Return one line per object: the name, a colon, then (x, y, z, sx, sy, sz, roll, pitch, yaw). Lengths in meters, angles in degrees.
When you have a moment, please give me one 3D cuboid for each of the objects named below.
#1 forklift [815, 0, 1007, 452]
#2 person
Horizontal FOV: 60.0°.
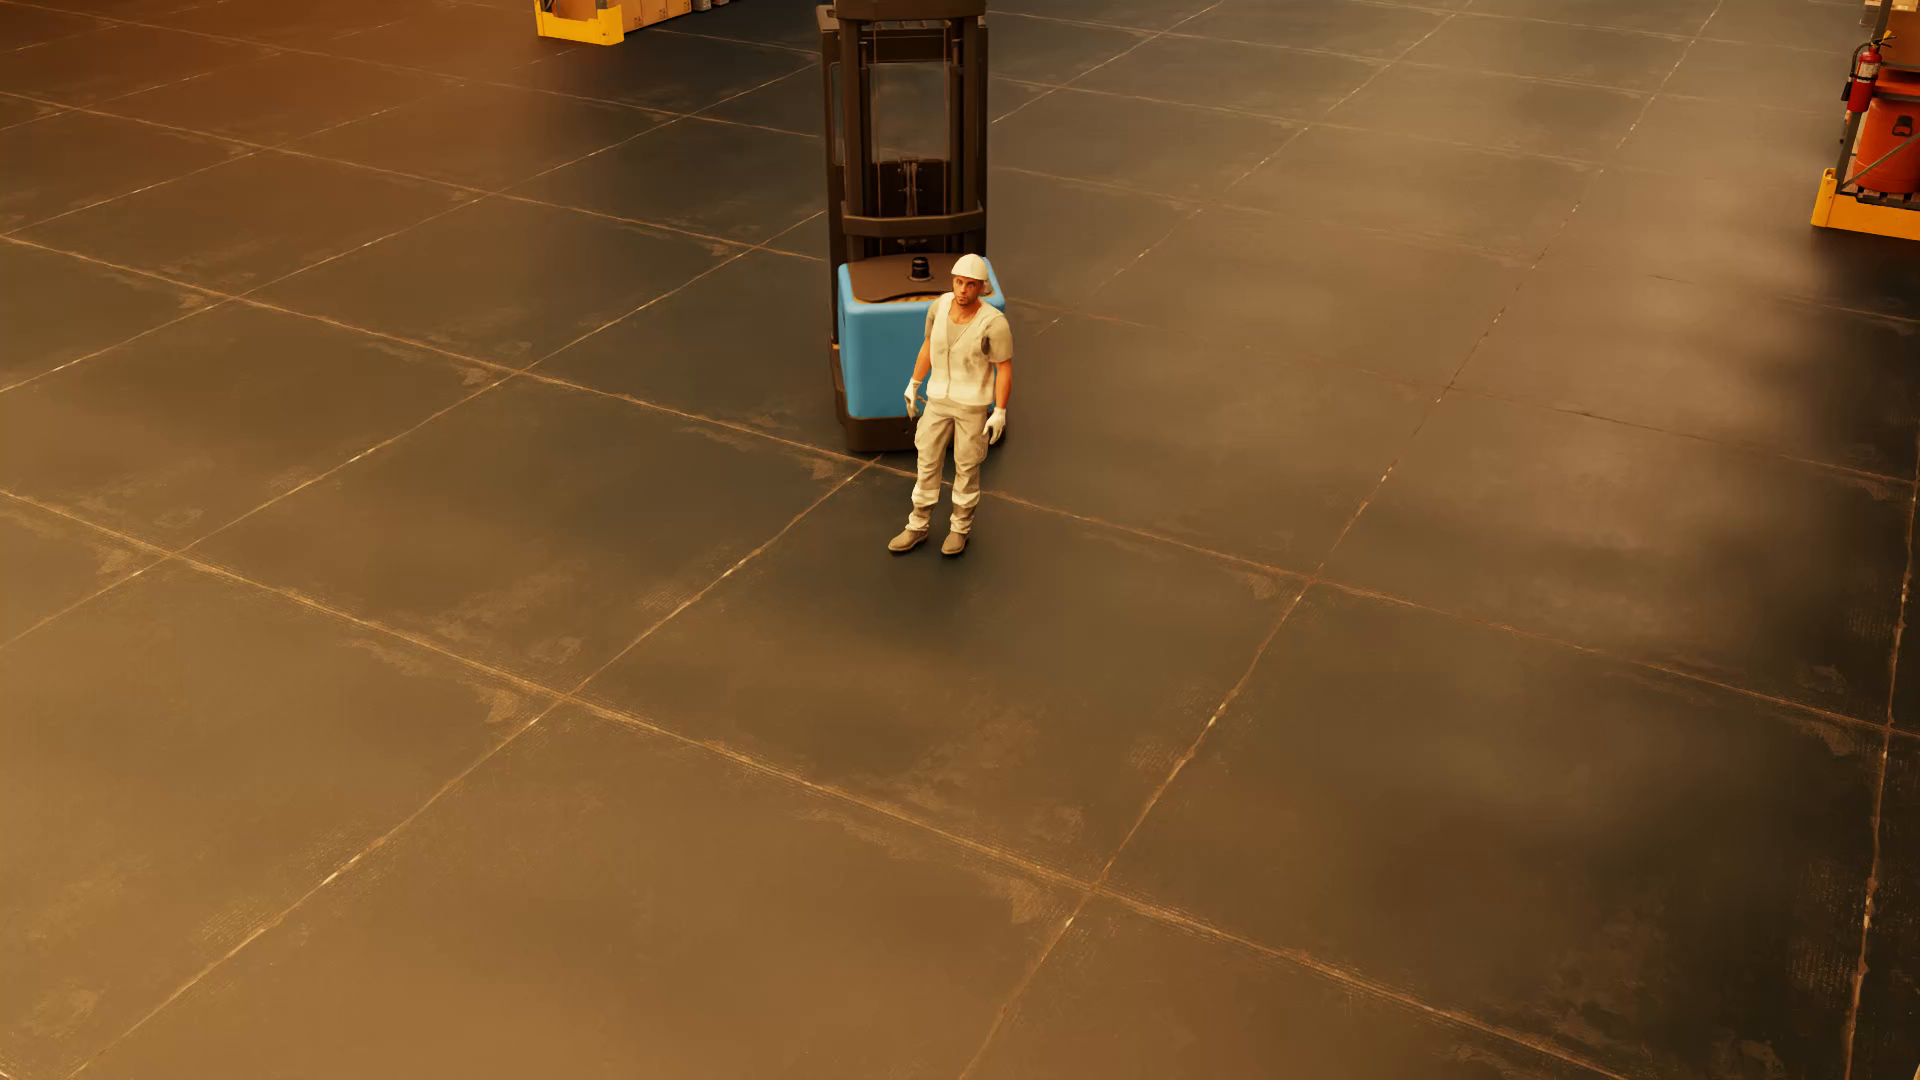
forklift: (-0.392, -2.559, 11.504, 1.130, 2.935, 3.031, -4, 30, -6)
person: (-0.050, -0.749, 9.496, 0.638, 1.788, 0.563, 15, 33, 25)
